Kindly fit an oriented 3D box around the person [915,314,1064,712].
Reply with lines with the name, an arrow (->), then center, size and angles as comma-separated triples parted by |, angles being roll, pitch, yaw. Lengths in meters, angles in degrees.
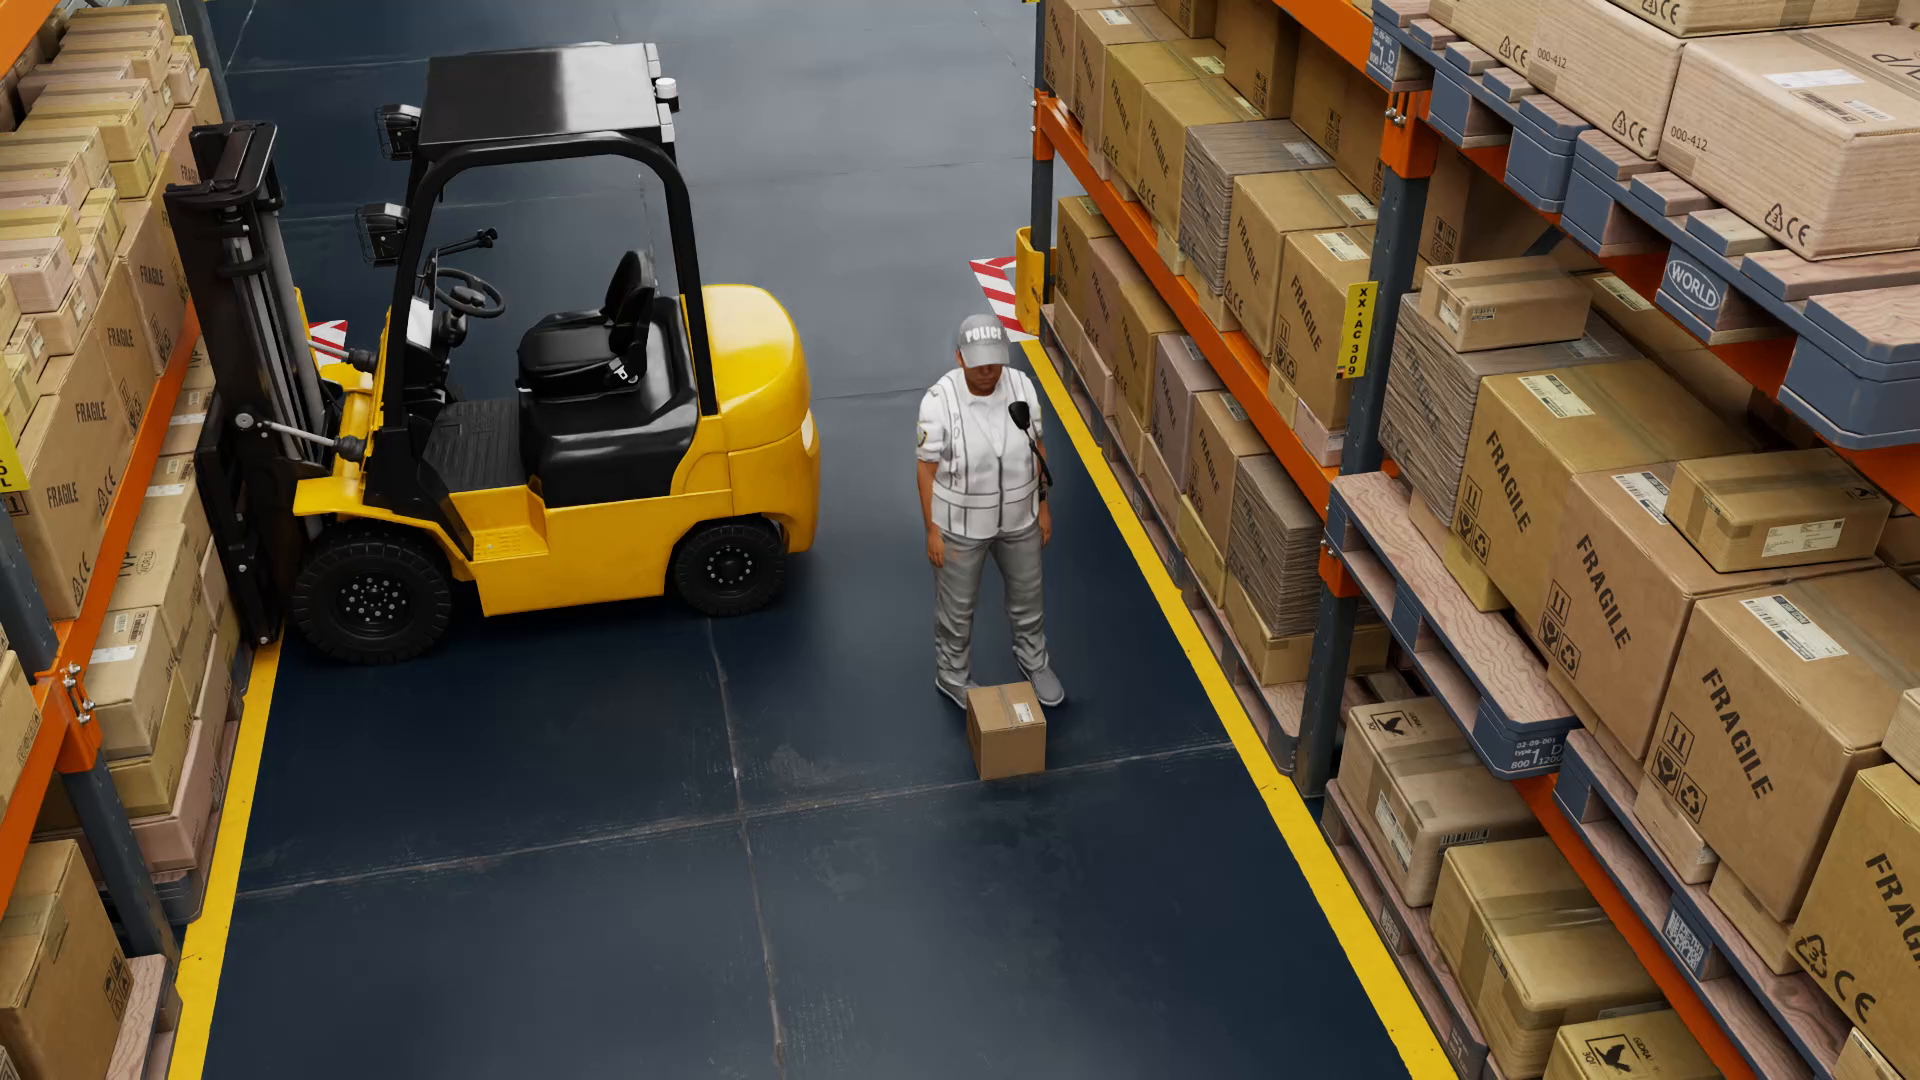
person -> 0.117, -0.080, 6.236 | 0.550, 1.674, 0.392 | -12, 36, -17
